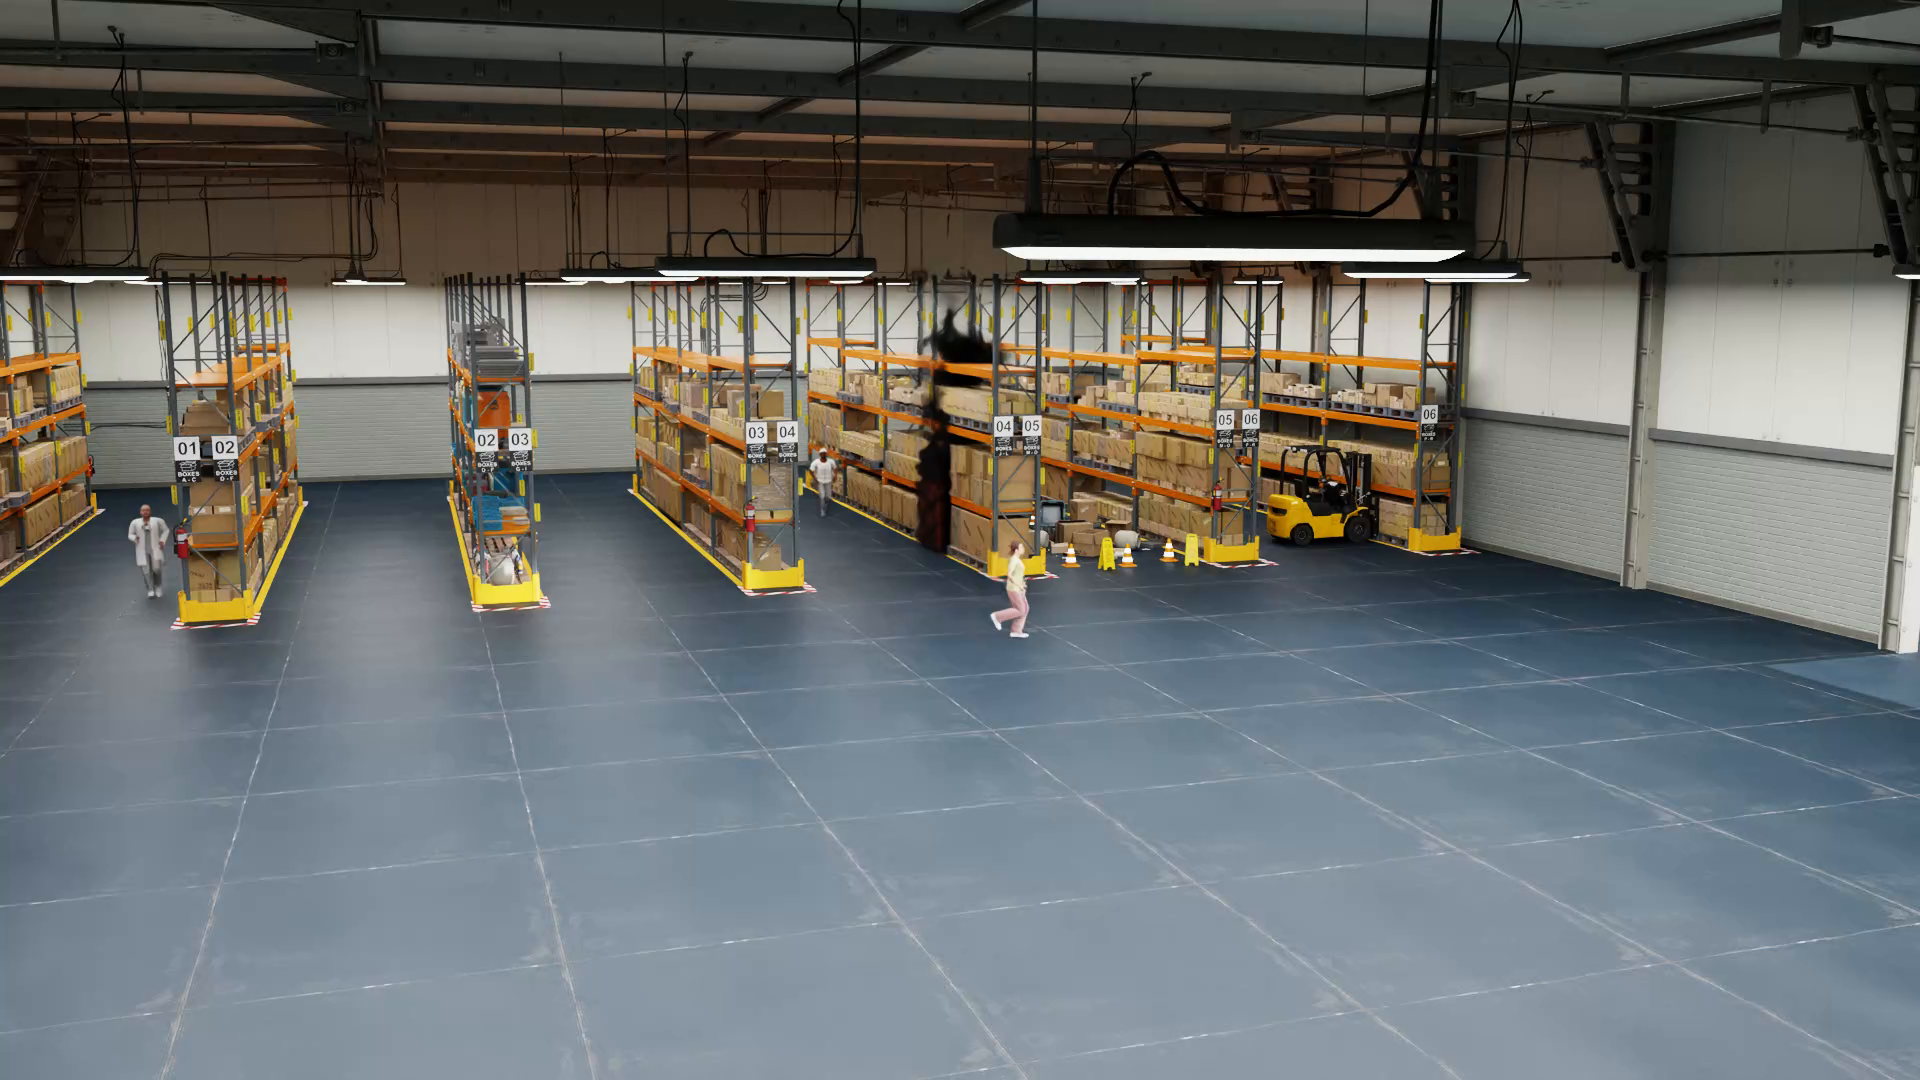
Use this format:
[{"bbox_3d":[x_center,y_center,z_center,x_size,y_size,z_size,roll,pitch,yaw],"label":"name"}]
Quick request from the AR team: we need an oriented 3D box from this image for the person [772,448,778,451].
[{"bbox_3d":[-5.143,-2.101,46.498,0.629,1.655,0.817,-2,9,-13],"label":"person"}]

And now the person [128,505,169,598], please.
[{"bbox_3d":[-15.012,0.223,30.794,0.683,1.751,0.690,-4,9,-22],"label":"person"}]

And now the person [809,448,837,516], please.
[{"bbox_3d":[-3.466,-1.487,42.223,0.733,1.720,0.602,-3,9,-17],"label":"person"}]

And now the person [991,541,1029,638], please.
[{"bbox_3d":[0.823,0.808,27.422,0.622,1.621,0.569,1,9,6],"label":"person"}]
